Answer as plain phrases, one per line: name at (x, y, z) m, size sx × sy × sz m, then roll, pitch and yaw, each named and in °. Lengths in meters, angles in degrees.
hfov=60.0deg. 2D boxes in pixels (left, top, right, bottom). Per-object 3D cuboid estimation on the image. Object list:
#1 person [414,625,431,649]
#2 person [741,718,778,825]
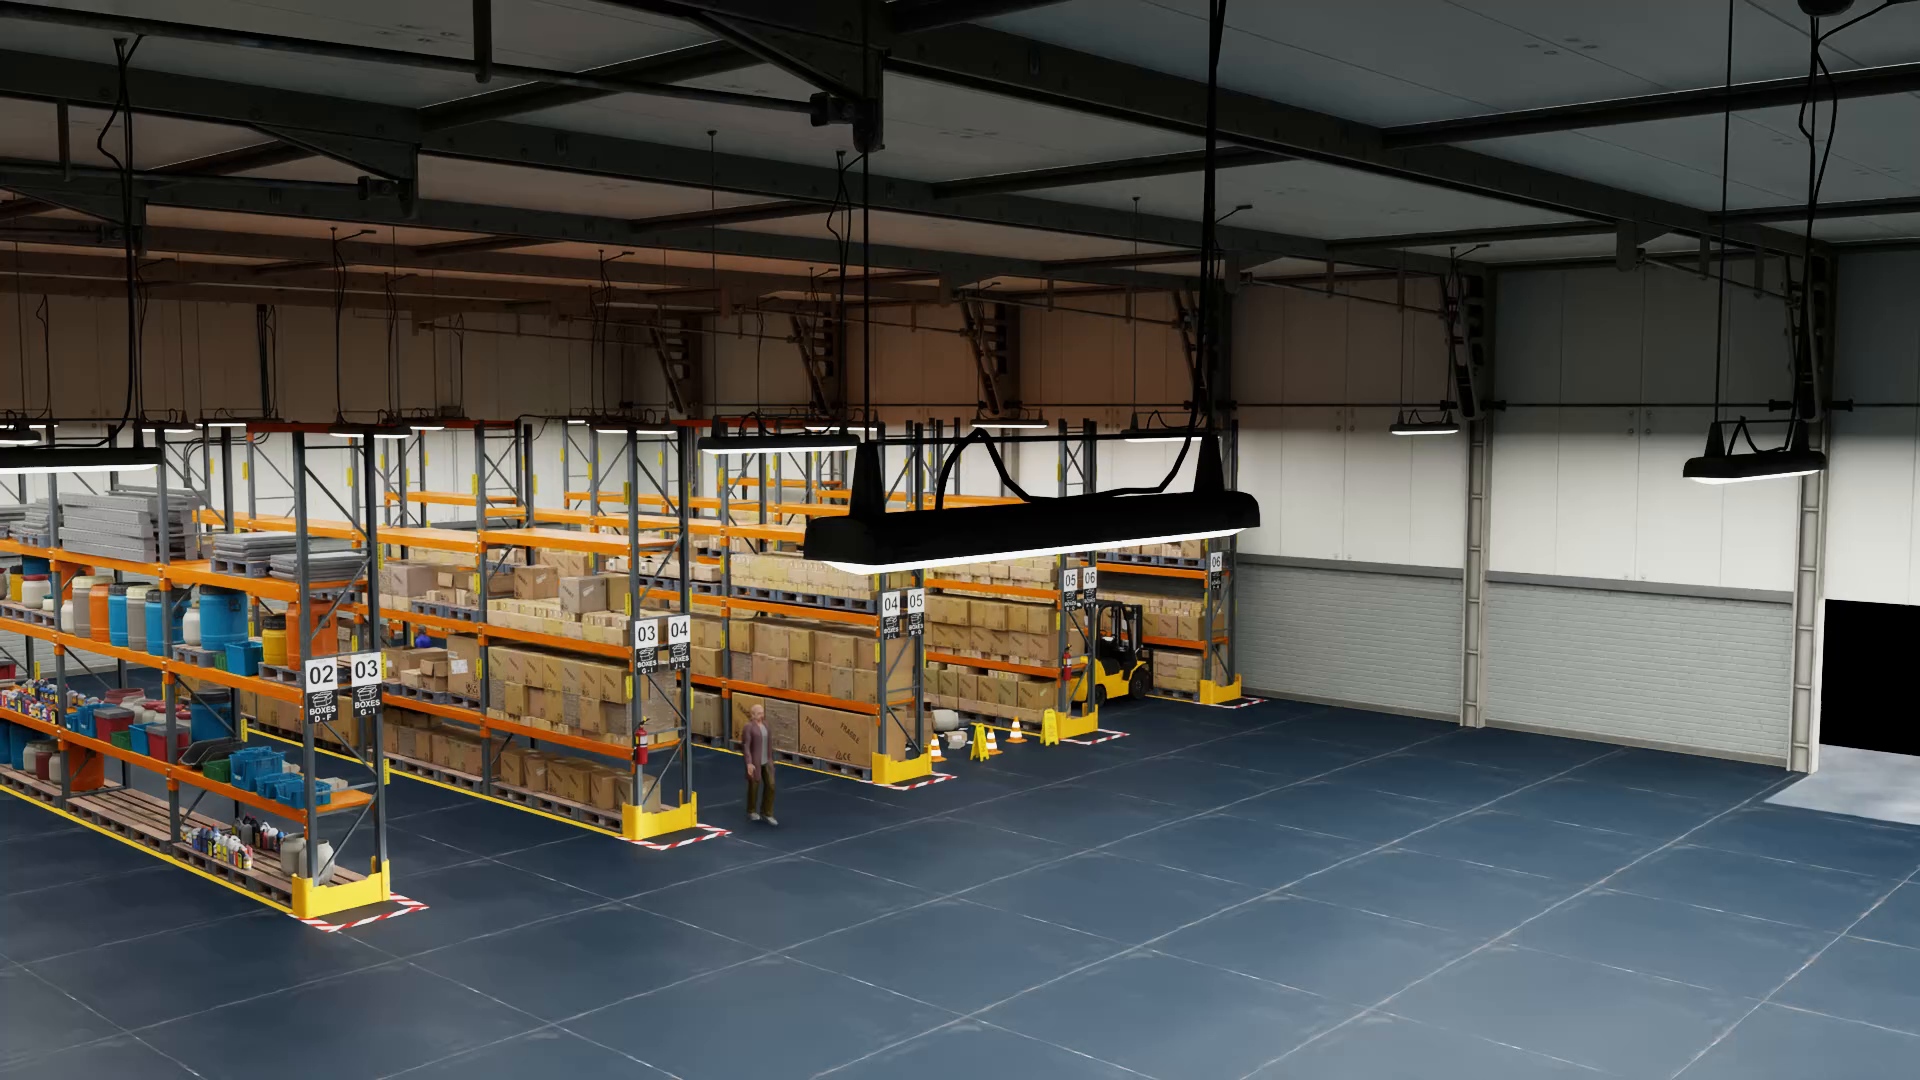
person at (-11.318, 2.627, 35.163) m, size 0.471 × 1.654 × 0.487 m, roll 2°, pitch 5°, yaw 24°
person at (-3.033, 3.503, 25.175) m, size 0.650 × 1.631 × 0.639 m, roll -4°, pitch 6°, yaw -43°
